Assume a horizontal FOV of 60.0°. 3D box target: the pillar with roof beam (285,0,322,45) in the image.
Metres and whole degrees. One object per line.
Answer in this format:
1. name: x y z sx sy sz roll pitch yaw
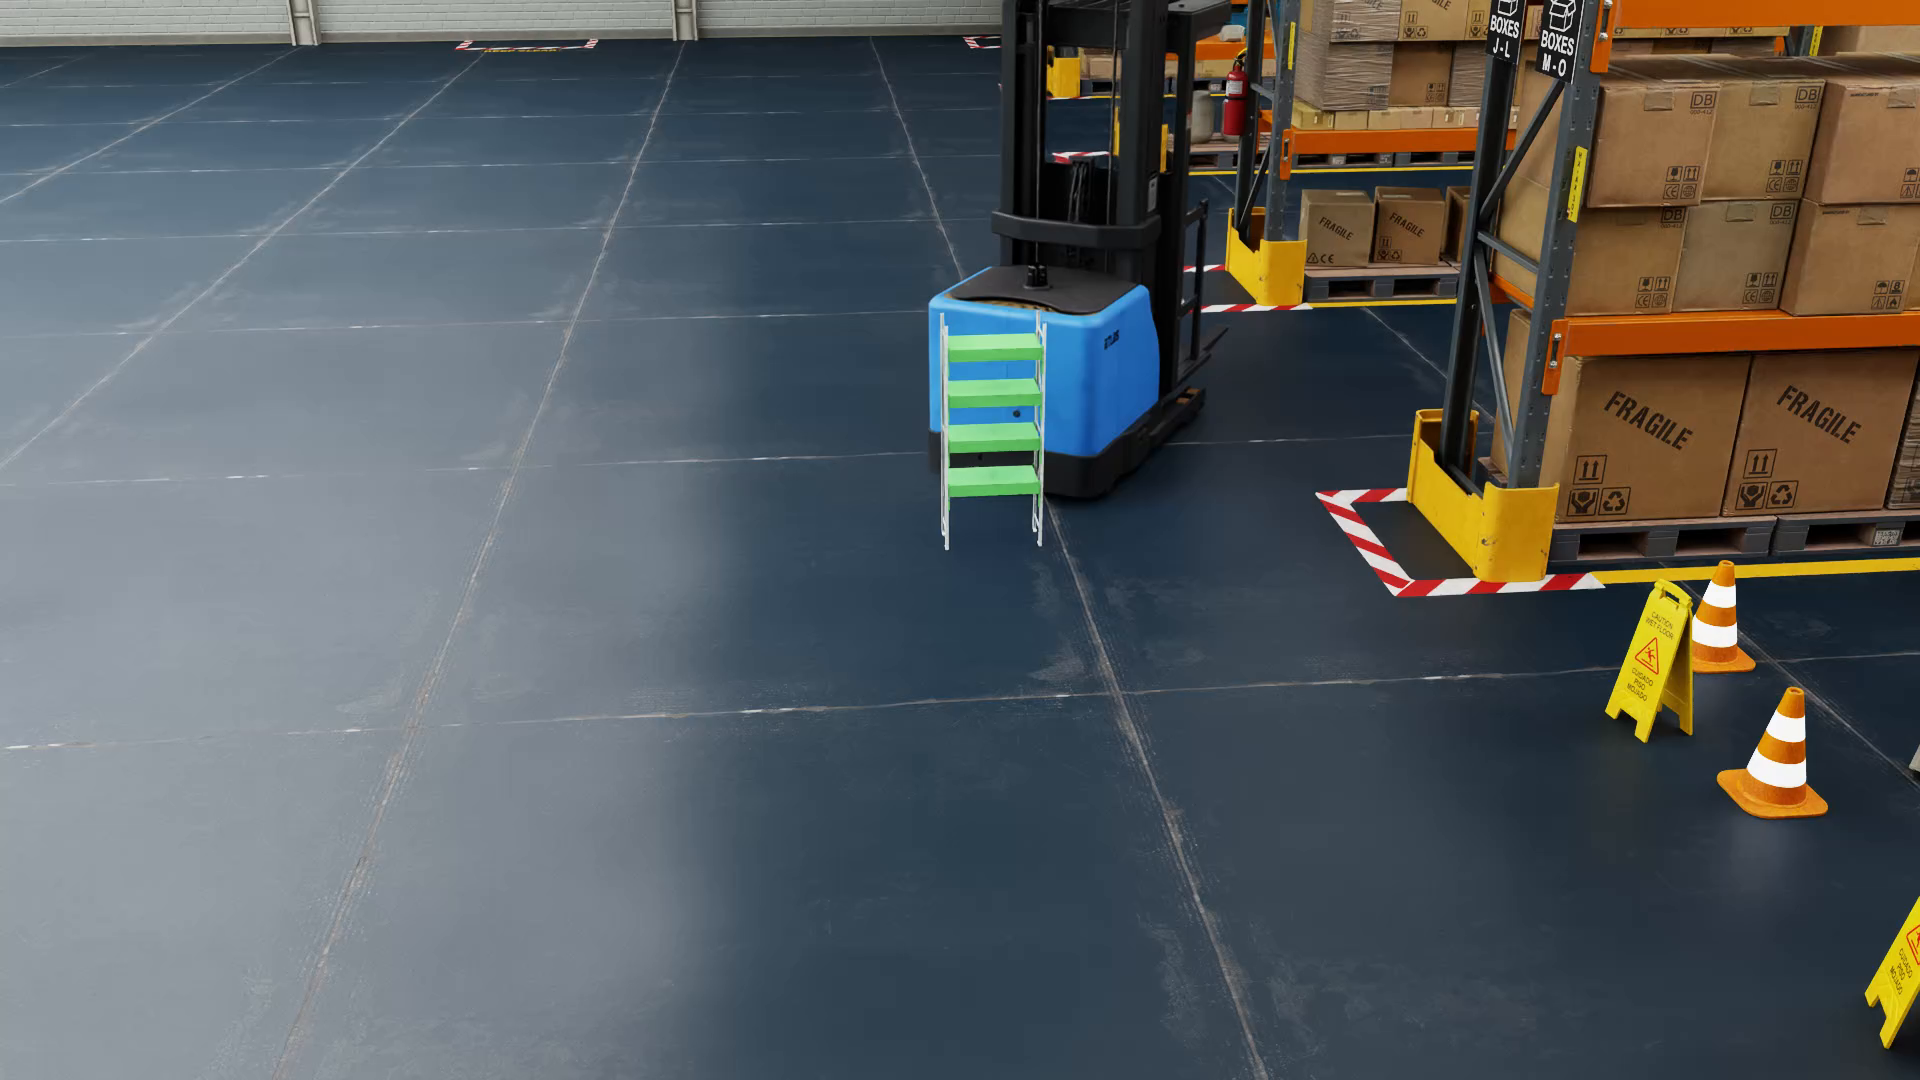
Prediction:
1. pillar with roof beam: -10.020 -10.313 20.873 0.400 9.000 9.100 -2 24 -5

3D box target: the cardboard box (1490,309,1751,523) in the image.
1. cardboard box: 3.403 -0.673 8.669 0.875 0.875 0.875 -2 24 -5

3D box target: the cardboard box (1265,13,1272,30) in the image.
1. cardboard box: 3.923 -6.705 22.087 0.500 0.500 0.500 -2 24 -5

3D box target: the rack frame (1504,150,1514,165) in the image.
1. rack frame: 5.842 -5.568 17.585 0.127 3.000 1.000 -2 24 -5

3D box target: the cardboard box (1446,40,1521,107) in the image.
1. cardboard box: 3.886 -3.670 12.825 0.500 0.500 0.875 -2 24 -5

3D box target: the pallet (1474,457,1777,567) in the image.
1. pallet: 3.523 -0.187 8.911 1.213 0.211 1.003 -2 24 -5

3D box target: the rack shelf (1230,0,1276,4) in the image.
1. rack shelf: 3.368 -7.162 22.056 4.000 0.370 1.077 -2 24 -5

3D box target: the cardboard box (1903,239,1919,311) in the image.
1. cardboard box: 4.738 -1.540 8.337 0.500 0.550 0.875 -2 24 -5

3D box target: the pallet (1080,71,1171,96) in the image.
1. pallet: 2.135 -6.184 22.403 1.213 0.211 1.003 -2 24 -5

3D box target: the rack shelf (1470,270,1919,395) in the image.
1. rack shelf: 4.725 -1.149 8.528 4.000 0.370 1.077 -2 24 -5

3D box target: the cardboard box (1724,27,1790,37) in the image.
1. cardboard box: 5.908 -4.076 12.506 0.500 0.500 0.500 -2 24 -5

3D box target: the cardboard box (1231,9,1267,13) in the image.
1. cardboard box: 3.871 -6.917 22.564 0.500 0.500 0.500 -2 24 -5

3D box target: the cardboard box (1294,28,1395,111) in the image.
1. cardboard box: 2.898 -3.599 12.665 0.500 0.500 0.875 -2 24 -5

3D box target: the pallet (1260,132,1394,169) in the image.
1. pallet: 3.952 -4.234 18.016 1.213 0.211 1.003 -2 24 -5

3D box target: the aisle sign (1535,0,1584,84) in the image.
1. aisle sign: 2.694 -2.462 7.395 0.004 0.787 0.394 -2 24 -5

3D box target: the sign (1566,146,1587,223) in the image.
1. sign: 2.783 -1.605 7.505 0.005 0.325 0.100 -2 24 -5

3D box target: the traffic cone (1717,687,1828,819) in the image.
1. traffic cone: 3.176 0.784 6.415 0.334 0.463 0.336 -2 24 -5

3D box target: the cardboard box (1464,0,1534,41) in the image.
1. cardboard box: 3.918 -3.995 12.324 0.500 0.500 0.500 -2 24 -5

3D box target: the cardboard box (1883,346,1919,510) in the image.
1. cardboard box: 5.186 -0.744 8.830 0.875 0.875 0.875 -2 24 -5

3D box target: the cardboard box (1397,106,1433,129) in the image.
1. cardboard box: 3.403 -3.231 12.636 0.250 0.149 0.380 -2 24 -5

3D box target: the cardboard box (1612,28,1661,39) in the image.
1. cardboard box: 4.913 -4.036 12.416 0.500 0.500 0.500 -2 24 -5

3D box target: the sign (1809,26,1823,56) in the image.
1. sign: 6.389 -3.743 12.412 0.005 0.325 0.100 -2 24 -5

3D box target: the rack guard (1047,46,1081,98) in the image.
1. rack guard: 1.354 -6.268 22.236 0.348 0.500 1.175 -2 24 -5

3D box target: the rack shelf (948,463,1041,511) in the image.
1. rack shelf: 0.165 -0.277 8.645 0.480 0.148 0.258 -2 24 -5

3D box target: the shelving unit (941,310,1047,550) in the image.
1. shelving unit: 0.165 -0.555 8.521 0.503 1.200 0.258 -2 24 -5

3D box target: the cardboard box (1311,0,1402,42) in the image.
1. cardboard box: 2.922 -3.957 12.239 0.500 0.500 0.500 -2 24 -5

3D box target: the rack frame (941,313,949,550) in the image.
1. rack frame: -0.078 -0.545 8.499 0.015 1.200 0.240 -2 24 -5

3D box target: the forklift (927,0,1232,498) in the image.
1. forklift: 0.908 -2.133 9.941 1.130 2.935 3.031 11 26 23

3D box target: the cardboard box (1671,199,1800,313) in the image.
1. cardboard box: 3.645 -1.530 8.315 0.550 0.550 0.875 -2 24 -5

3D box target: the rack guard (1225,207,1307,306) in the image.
1. rack guard: 2.424 -2.268 13.236 0.348 0.500 1.175 -2 24 -5

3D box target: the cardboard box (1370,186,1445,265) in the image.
1. cardboard box: 3.562 -2.512 13.270 0.500 0.500 0.500 4 24 9

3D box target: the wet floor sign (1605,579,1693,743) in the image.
1. wet floor sign: 2.901 0.479 6.877 0.232 0.644 0.267 -6 25 -14

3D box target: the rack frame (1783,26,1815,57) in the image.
1. rack frame: 6.329 -3.566 13.081 0.127 3.000 1.000 -2 24 -5

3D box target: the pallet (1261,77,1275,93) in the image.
1. pallet: 4.563 -6.282 22.623 1.213 0.211 1.003 -2 24 -5

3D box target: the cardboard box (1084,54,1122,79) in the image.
1. cardboard box: 1.933 -6.278 22.049 0.500 0.250 0.500 -2 24 -5

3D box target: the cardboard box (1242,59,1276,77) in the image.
1. cardboard box: 3.924 -6.357 22.228 0.500 0.250 0.500 -2 24 -5

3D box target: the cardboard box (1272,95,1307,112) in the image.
1. cardboard box: 2.611 -3.387 12.986 0.250 0.149 0.380 -2 24 -5

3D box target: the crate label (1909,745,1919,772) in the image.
1. crate label: 3.952 0.877 6.609 0.298 0.136 0.250 -16 29 -32

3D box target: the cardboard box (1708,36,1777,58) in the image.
1. cardboard box: 5.875 -3.755 13.016 0.500 0.500 0.875 -2 24 -5

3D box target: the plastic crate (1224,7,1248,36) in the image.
1. plastic crate: 2.977 -5.505 17.626 0.408 0.251 0.499 -2 24 -5

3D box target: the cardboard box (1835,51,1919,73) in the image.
1. cardboard box: 4.731 -2.059 8.176 0.500 0.550 0.875 -2 24 -5

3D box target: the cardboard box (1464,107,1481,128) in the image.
1. cardboard box: 3.898 -3.260 12.700 0.250 0.149 0.380 -2 24 -5

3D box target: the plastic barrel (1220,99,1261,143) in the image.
1. plastic barrel: 3.007 -4.541 17.819 0.421 0.512 0.421 0 24 0

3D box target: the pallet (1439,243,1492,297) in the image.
1. pallet: 4.447 -2.201 13.442 1.213 0.211 1.003 -2 24 -5

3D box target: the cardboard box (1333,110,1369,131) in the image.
1. cardboard box: 2.906 -3.209 12.586 0.250 0.149 0.380 -2 24 -5

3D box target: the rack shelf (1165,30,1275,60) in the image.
1. rack shelf: 3.851 -5.160 17.551 4.000 0.370 1.077 -2 24 -5

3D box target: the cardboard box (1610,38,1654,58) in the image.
1. cardboard box: 4.886 -3.689 12.866 0.500 0.500 0.875 -2 24 -5

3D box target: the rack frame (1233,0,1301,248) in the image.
1. rack frame: 2.348 -3.407 12.721 0.127 3.000 1.000 -2 24 -5

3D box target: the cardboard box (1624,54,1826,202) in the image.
1. cardboard box: 3.646 -2.018 8.084 0.550 0.550 0.875 -2 24 -5

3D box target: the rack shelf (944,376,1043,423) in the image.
1. rack shelf: 0.165 -0.716 8.450 0.480 0.148 0.258 -2 24 -5

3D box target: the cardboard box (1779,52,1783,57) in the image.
1. cardboard box: 11.359 -6.756 22.792 0.500 0.500 0.500 -3 24 -7

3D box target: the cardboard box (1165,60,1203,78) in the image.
1. cardboard box: 2.928 -6.319 22.142 0.500 0.250 0.500 -2 24 -5
